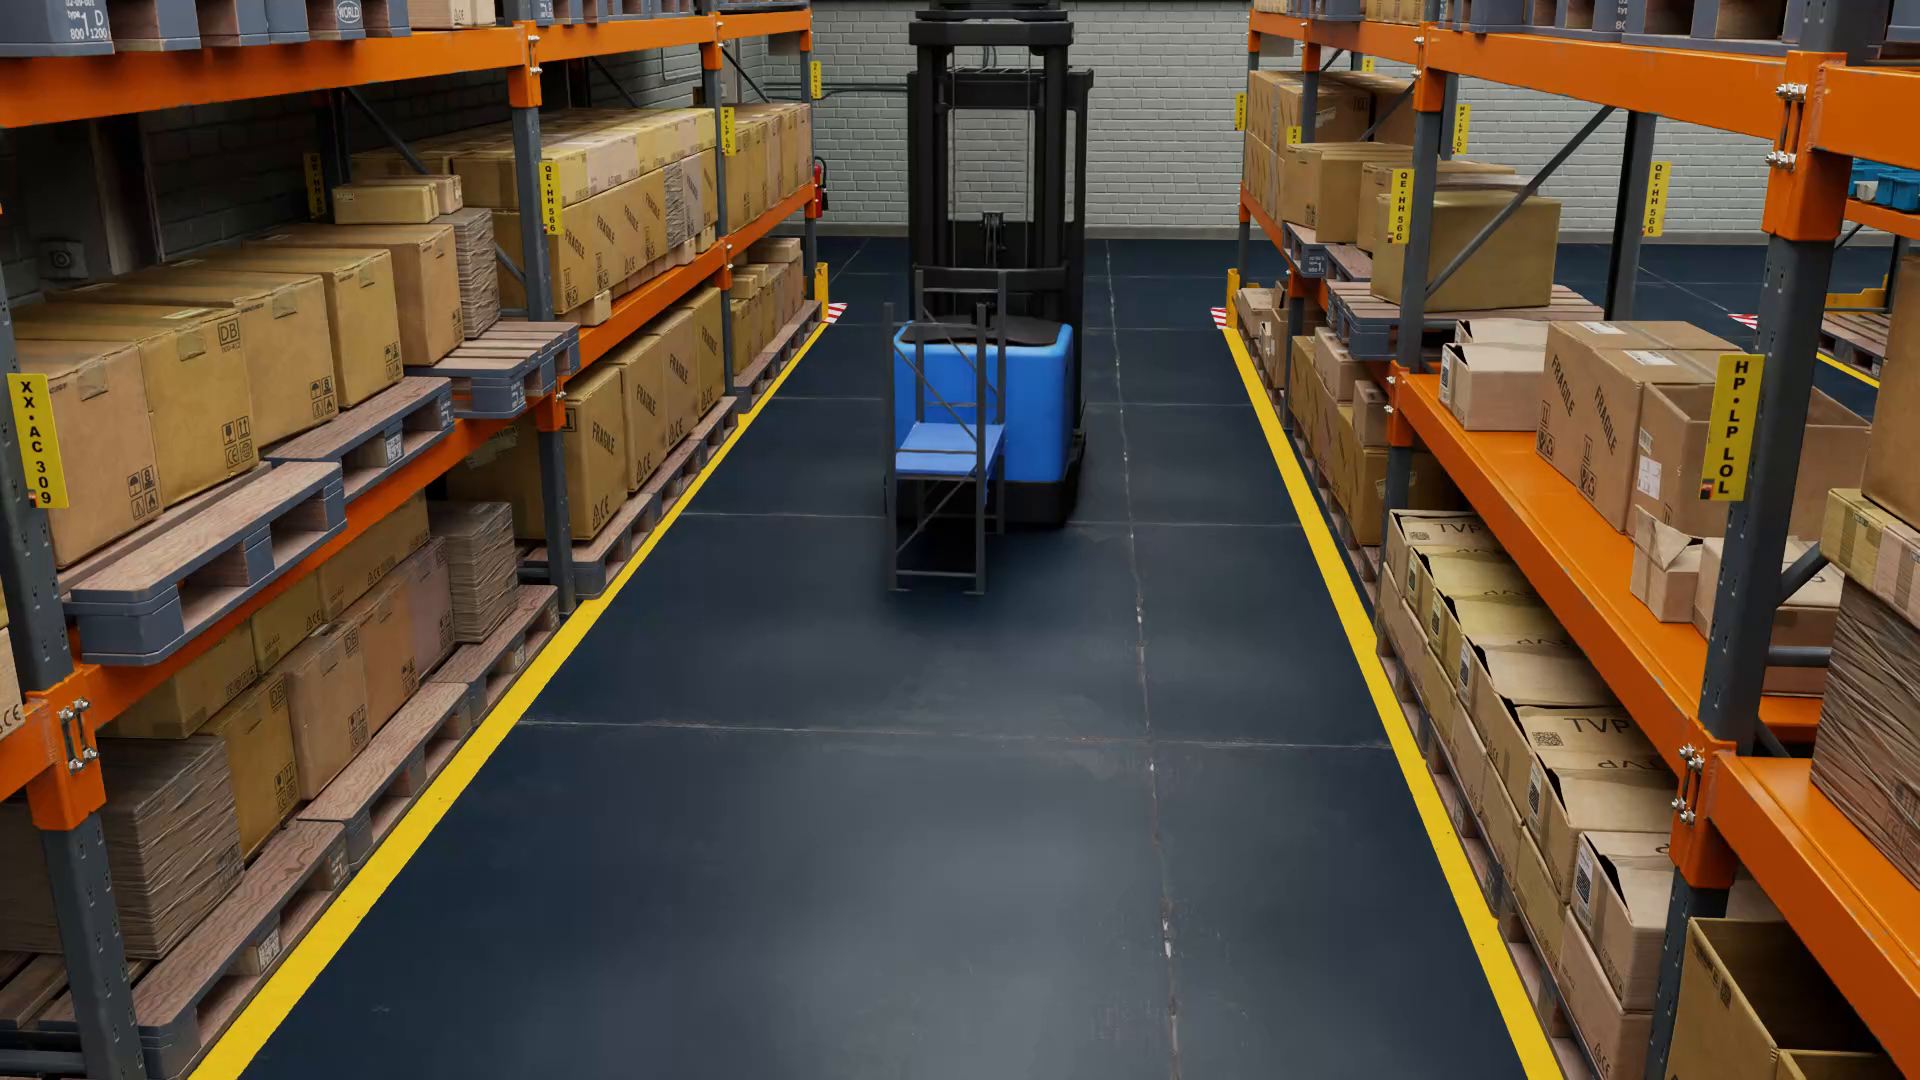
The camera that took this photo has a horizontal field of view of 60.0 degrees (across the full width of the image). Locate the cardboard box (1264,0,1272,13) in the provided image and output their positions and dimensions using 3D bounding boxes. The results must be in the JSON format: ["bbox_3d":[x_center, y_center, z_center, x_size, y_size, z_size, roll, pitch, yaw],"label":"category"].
[{"bbox_3d":[2.709,-4.338,13.267,0.500,0.250,0.500,1,18,4],"label":"cardboard box"}]

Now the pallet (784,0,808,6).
[{"bbox_3d":[-1.902,-4.710,14.304,1.003,0.211,1.213,1,18,4],"label":"pallet"}]

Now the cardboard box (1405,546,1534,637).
[{"bbox_3d":[2.149,0.197,6.845,0.500,0.311,0.500,1,18,3],"label":"cardboard box"}]

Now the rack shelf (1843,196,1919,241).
[{"bbox_3d":[7.879,-2.373,13.003,1.077,0.370,4.000,1,18,4],"label":"rack shelf"}]

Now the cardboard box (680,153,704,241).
[{"bbox_3d":[-1.954,-2.205,10.666,0.500,0.500,0.500,1,18,4],"label":"cardboard box"}]

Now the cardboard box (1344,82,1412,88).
[{"bbox_3d":[3.183,-3.188,12.568,0.500,0.500,0.500,1,18,2],"label":"cardboard box"}]

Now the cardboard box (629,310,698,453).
[{"bbox_3d":[-2.124,-1.012,10.472,0.750,0.750,0.750,2,18,6],"label":"cardboard box"}]

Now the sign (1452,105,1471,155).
[{"bbox_3d":[3.349,-2.744,11.121,0.100,0.325,0.005,1,18,4],"label":"sign"}]

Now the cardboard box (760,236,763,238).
[{"bbox_3d":[-2.000,-2.701,15.146,0.380,0.149,0.250,1,18,4],"label":"cardboard box"}]

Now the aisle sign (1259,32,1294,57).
[{"bbox_3d":[2.794,-4.711,14.807,0.394,0.787,0.004,1,18,4],"label":"aisle sign"}]

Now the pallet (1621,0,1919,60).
[{"bbox_3d":[2.272,-1.329,4.153,0.805,0.209,1.217,1,18,2],"label":"pallet"}]

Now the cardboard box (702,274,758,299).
[{"bbox_3d":[-1.784,-1.967,12.907,0.380,0.149,0.250,2,18,6],"label":"cardboard box"}]

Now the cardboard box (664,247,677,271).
[{"bbox_3d":[-1.990,-1.777,10.401,0.380,0.149,0.250,1,18,4],"label":"cardboard box"}]

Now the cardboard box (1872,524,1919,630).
[{"bbox_3d":[1.991,0.081,3.157,0.380,0.149,0.250,2,18,5],"label":"cardboard box"}]

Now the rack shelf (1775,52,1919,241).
[{"bbox_3d":[2.078,-0.183,1.503,1.077,0.370,4.000,1,18,4],"label":"rack shelf"}]

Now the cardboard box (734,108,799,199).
[{"bbox_3d":[-1.927,-3.315,14.240,0.980,0.700,0.700,1,18,3],"label":"cardboard box"}]

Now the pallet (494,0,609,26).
[{"bbox_3d":[-2.440,-2.609,8.055,1.213,0.211,1.003,2,18,6],"label":"pallet"}]

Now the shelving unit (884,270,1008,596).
[{"bbox_3d":[-0.060,-0.597,8.837,0.538,1.500,1.048,2,18,7],"label":"shelving unit"}]

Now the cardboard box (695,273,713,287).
[{"bbox_3d":[-2.145,-2.070,13.220,0.380,0.149,0.250,1,18,2],"label":"cardboard box"}]

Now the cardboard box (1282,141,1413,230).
[{"bbox_3d":[2.538,-2.310,10.821,0.700,0.500,0.500,-5,19,-15],"label":"cardboard box"}]

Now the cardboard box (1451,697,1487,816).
[{"bbox_3d":[2.074,0.777,5.975,0.500,0.250,0.500,2,18,5],"label":"cardboard box"}]

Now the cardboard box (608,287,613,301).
[{"bbox_3d":[-2.143,-1.380,9.189,0.380,0.149,0.250,2,18,5],"label":"cardboard box"}]

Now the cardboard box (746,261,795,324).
[{"bbox_3d":[-1.846,-2.194,14.641,0.700,0.500,0.500,1,18,4],"label":"cardboard box"}]

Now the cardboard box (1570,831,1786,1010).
[{"bbox_3d":[1.965,0.988,4.432,0.500,0.311,0.500,1,18,4],"label":"cardboard box"}]

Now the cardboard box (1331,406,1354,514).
[{"bbox_3d":[2.379,-0.441,9.258,0.500,0.500,0.500,1,18,2],"label":"cardboard box"}]

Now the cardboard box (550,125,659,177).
[{"bbox_3d":[-2.043,-2.243,9.578,0.500,0.250,0.500,1,18,3],"label":"cardboard box"}]

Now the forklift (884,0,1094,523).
[{"bbox_3d":[0.256,-1.905,10.530,1.130,2.935,3.031,2,18,7],"label":"forklift"}]

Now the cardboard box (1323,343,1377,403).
[{"bbox_3d":[2.410,-0.972,9.675,0.500,0.250,0.500,1,18,3],"label":"cardboard box"}]

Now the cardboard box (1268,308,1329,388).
[{"bbox_3d":[2.553,-1.410,12.216,0.500,0.500,0.500,1,18,4],"label":"cardboard box"}]

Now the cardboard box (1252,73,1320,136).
[{"bbox_3d":[2.757,-3.676,14.057,0.500,0.500,0.500,1,18,4],"label":"cardboard box"}]

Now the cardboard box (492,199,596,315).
[{"bbox_3d":[-2.143,-1.416,8.257,0.500,0.500,0.500,2,18,6],"label":"cardboard box"}]

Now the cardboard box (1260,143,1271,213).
[{"bbox_3d":[2.679,-2.892,13.271,0.500,0.500,0.500,2,18,5],"label":"cardboard box"}]

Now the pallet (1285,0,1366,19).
[{"bbox_3d":[2.678,-3.340,10.285,1.213,0.211,1.003,1,18,4],"label":"pallet"}]

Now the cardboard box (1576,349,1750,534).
[{"bbox_3d":[2.367,-0.326,5.439,0.500,0.500,0.500,1,18,4],"label":"cardboard box"}]

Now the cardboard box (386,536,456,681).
[{"bbox_3d":[-2.585,0.289,7.033,0.700,0.500,0.500,1,18,4],"label":"cardboard box"}]

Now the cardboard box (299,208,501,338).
[{"bbox_3d":[-2.457,-1.183,7.348,0.700,0.500,0.500,-1,18,-3],"label":"cardboard box"}]

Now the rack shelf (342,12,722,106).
[{"bbox_3d":[-2.289,-2.777,9.419,1.077,0.370,4.000,1,18,4],"label":"rack shelf"}]

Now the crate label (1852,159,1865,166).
[{"bbox_3d":[7.676,-3.216,14.592,0.416,0.233,0.303,1,18,4],"label":"crate label"}]

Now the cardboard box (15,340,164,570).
[{"bbox_3d":[-2.649,-0.244,4.483,0.700,0.500,0.500,1,18,4],"label":"cardboard box"}]

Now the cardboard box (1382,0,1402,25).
[{"bbox_3d":[2.543,-2.731,7.961,0.910,0.500,0.500,1,18,4],"label":"cardboard box"}]

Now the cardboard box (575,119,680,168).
[{"bbox_3d":[-2.007,-2.402,10.061,0.500,0.250,0.500,2,18,5],"label":"cardboard box"}]

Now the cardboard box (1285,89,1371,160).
[{"bbox_3d":[2.573,-2.891,11.662,0.500,0.500,0.500,1,18,4],"label":"cardboard box"}]

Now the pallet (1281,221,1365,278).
[{"bbox_3d":[2.629,-1.868,10.616,1.003,0.211,1.213,1,18,4],"label":"pallet"}]

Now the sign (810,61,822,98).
[{"bbox_3d":[-1.319,-4.203,15.194,0.100,0.325,0.005,1,18,4],"label":"sign"}]

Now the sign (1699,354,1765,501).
[{"bbox_3d":[1.680,-0.242,3.613,0.100,0.325,0.005,1,18,4],"label":"sign"}]

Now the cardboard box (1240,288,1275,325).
[{"bbox_3d":[2.724,-2.032,14.517,0.500,0.250,0.500,1,18,4],"label":"cardboard box"}]

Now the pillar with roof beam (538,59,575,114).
[{"bbox_3d":[1.335,-5.306,11.165,9.100,9.000,0.400,1,18,4],"label":"pillar with roof beam"}]

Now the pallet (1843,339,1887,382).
[{"bbox_3d":[7.834,-1.378,13.288,1.003,0.211,1.213,1,18,4],"label":"pallet"}]

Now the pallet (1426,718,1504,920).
[{"bbox_3d":[2.320,0.995,6.048,1.003,0.211,1.213,1,18,4],"label":"pallet"}]

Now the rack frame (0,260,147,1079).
[{"bbox_3d":[-2.716,0.170,4.087,0.949,2.616,0.053,1,18,4],"label":"rack frame"}]

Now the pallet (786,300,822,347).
[{"bbox_3d":[-1.839,-1.982,15.132,1.003,0.211,1.213,1,18,4],"label":"pallet"}]

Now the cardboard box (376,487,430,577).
[{"bbox_3d":[-2.536,-0.050,6.861,0.500,0.250,0.500,2,18,5],"label":"cardboard box"}]

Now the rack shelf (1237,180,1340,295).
[{"bbox_3d":[2.939,-2.485,13.344,1.077,0.370,4.000,1,18,4],"label":"rack shelf"}]
